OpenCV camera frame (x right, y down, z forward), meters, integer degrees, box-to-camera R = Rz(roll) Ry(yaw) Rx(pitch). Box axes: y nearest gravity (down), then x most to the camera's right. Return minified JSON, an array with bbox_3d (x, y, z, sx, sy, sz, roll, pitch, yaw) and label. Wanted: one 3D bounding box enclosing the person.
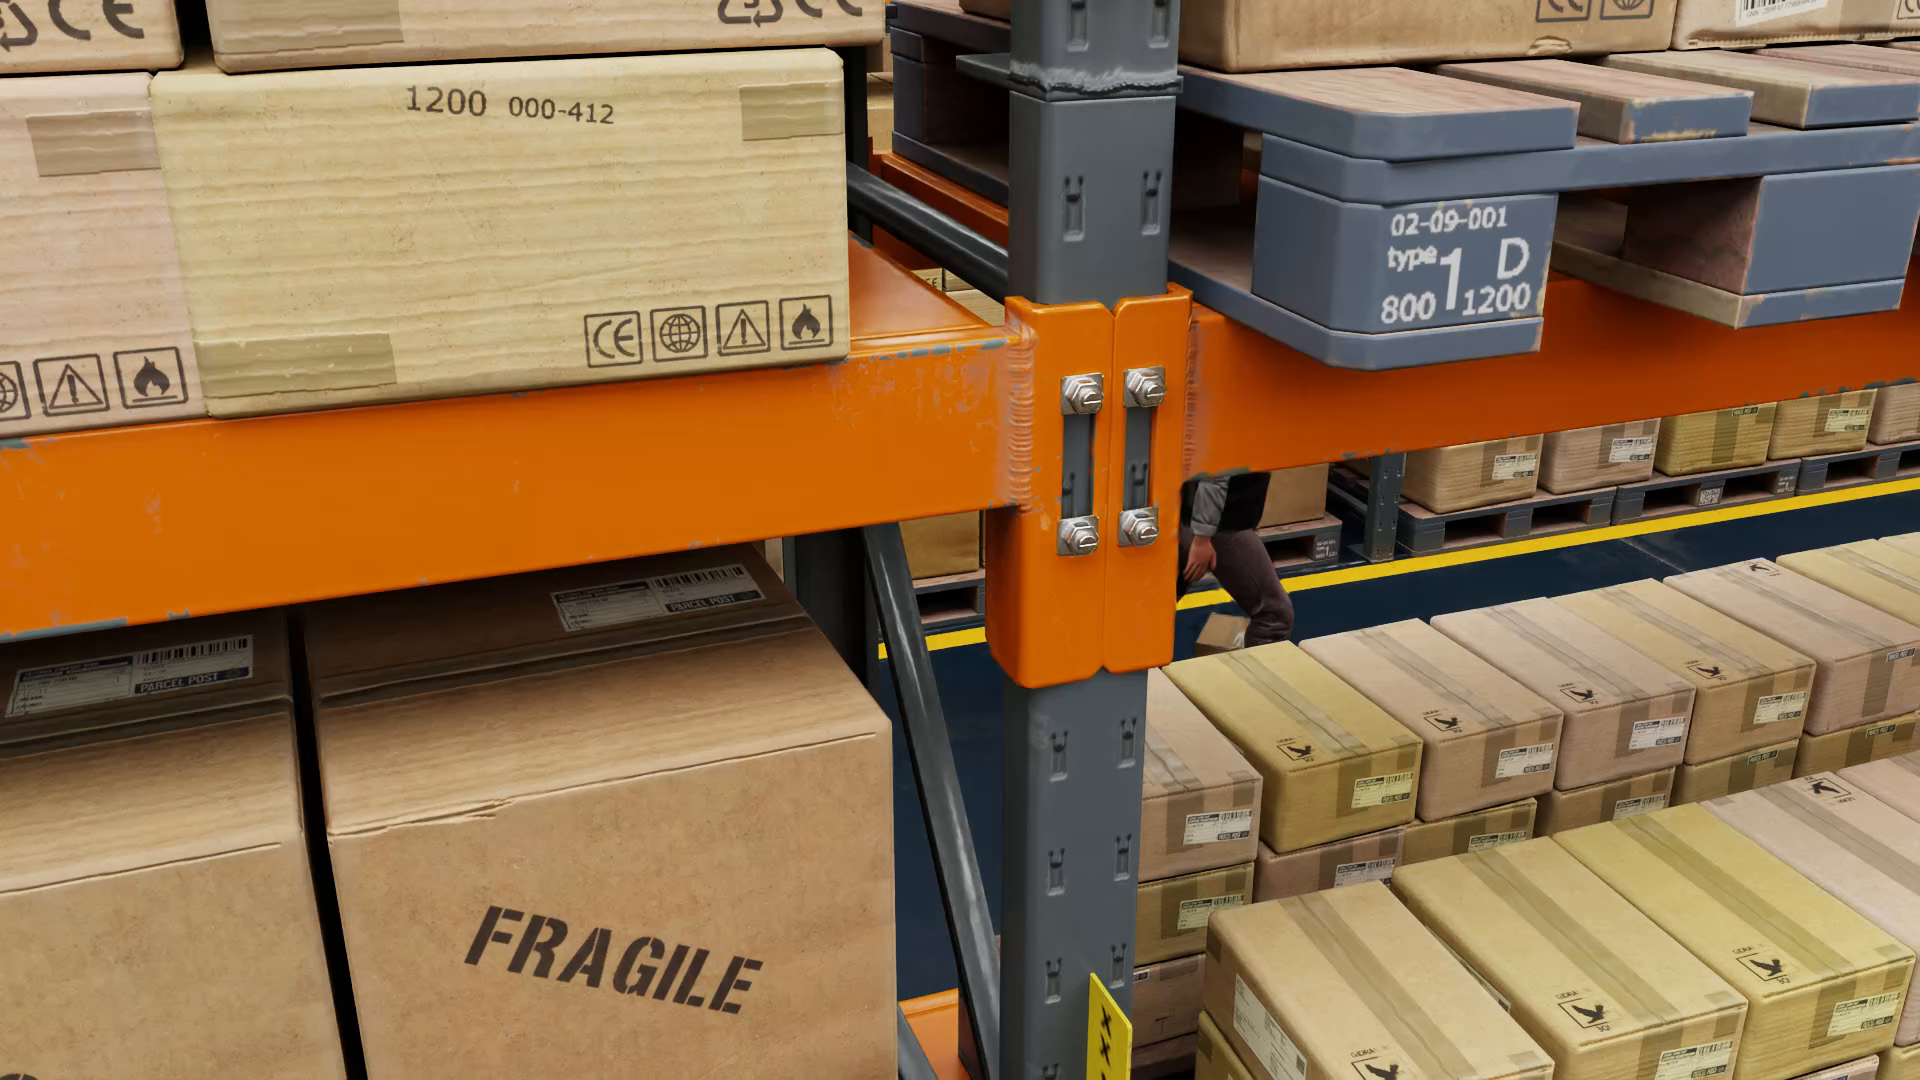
[{"bbox_3d":[0.967,-0.040,6.402,0.963,1.582,0.570,0,22,-1],"label":"person"}]
